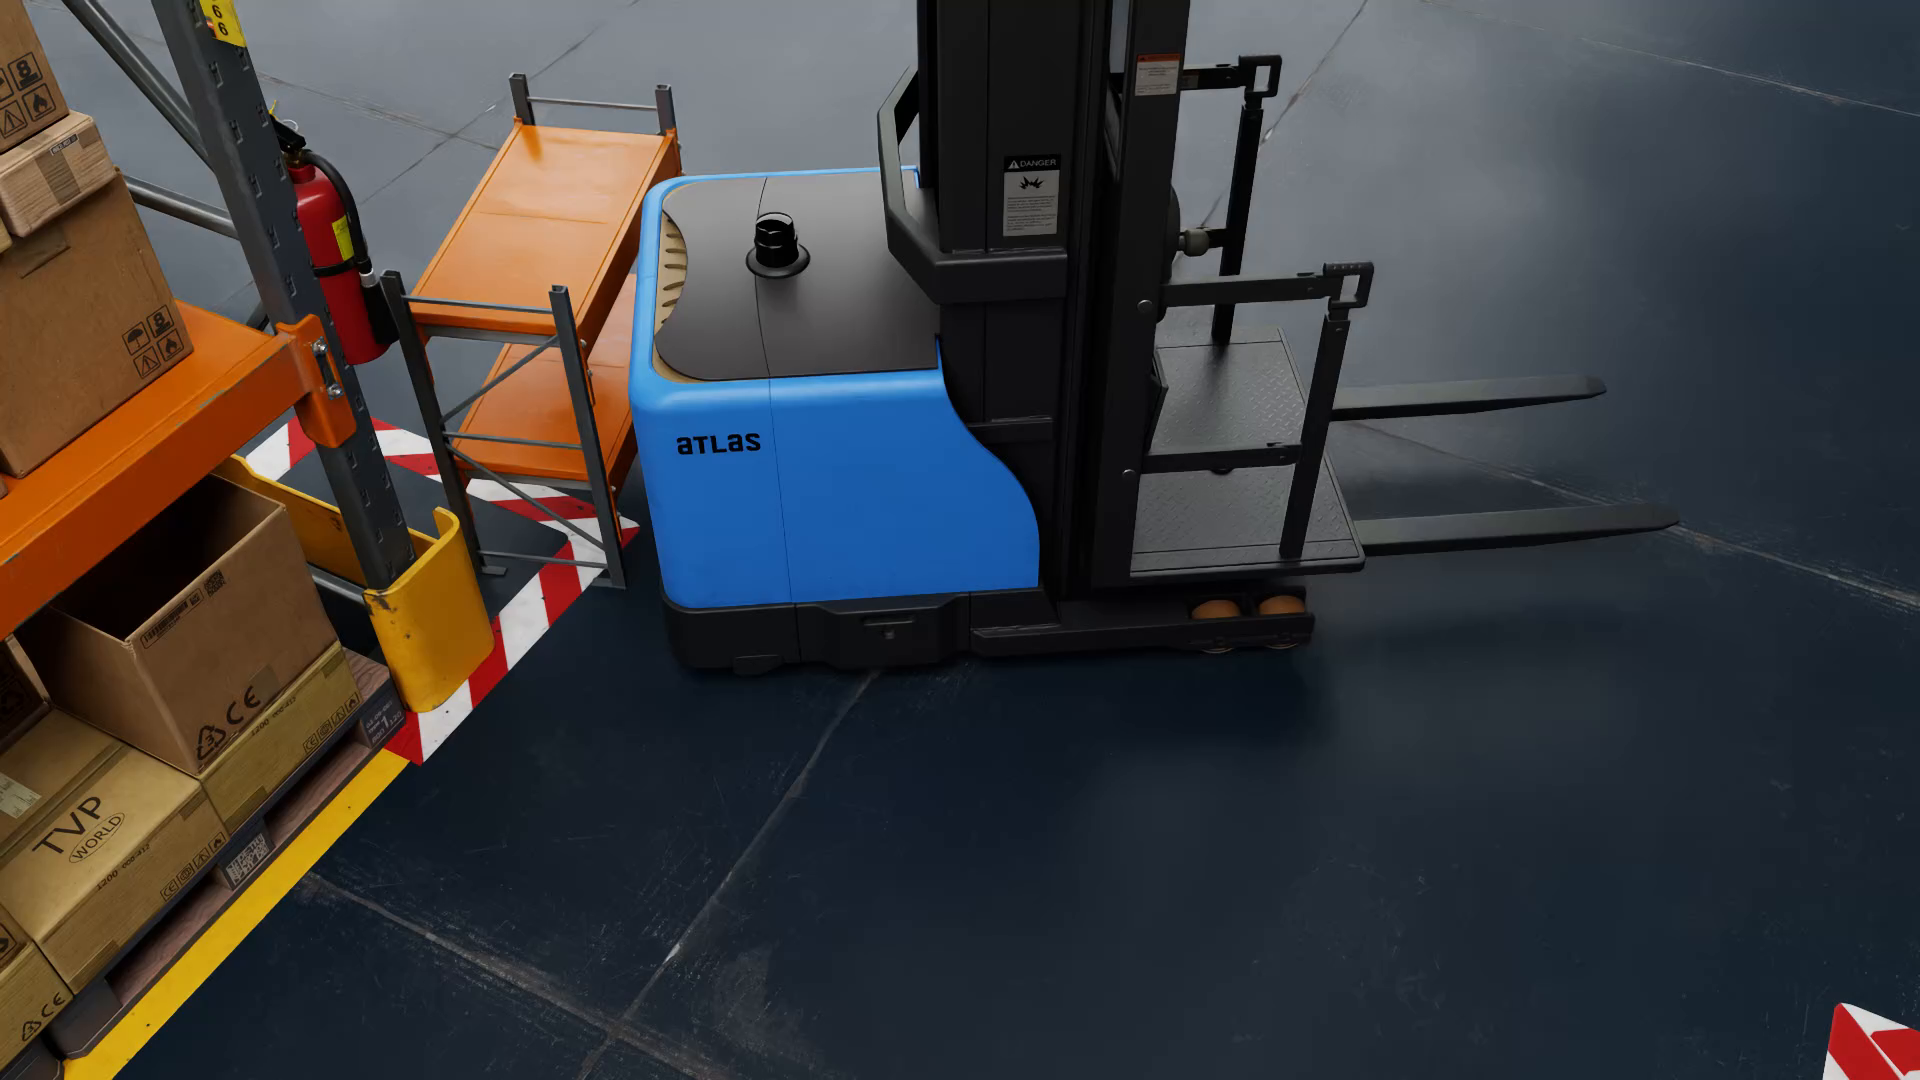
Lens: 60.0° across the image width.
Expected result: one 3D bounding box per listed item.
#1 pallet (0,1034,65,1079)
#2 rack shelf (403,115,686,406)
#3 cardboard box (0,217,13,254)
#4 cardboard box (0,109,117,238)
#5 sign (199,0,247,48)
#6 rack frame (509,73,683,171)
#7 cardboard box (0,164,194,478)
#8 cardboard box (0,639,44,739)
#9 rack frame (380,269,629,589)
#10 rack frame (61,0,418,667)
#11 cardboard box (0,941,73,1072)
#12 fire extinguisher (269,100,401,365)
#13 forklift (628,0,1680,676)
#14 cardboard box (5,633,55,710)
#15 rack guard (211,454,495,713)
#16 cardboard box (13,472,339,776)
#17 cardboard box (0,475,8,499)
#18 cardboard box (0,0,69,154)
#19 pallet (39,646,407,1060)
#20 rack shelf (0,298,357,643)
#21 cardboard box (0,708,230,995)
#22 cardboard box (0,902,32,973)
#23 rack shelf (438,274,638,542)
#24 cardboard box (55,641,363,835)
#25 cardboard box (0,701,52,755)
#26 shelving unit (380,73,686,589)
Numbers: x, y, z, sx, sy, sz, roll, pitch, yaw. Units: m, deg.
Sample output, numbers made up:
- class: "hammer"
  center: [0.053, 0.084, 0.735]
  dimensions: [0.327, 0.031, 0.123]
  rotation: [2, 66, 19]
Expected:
- class: "pallet"
  center: [-2.852, 1.413, 3.705]
  dimensions: [1.003, 0.211, 1.213]
  rotation: [20, 49, 19]
- class: "rack shelf"
  center: [-1.197, -0.844, 4.881]
  dimensions: [0.538, 0.278, 1.000]
  rotation: [6, 46, 6]
- class: "cardboard box"
  center: [-2.096, -0.623, 3.230]
  dimensions: [0.380, 0.149, 0.250]
  rotation: [22, 49, 20]
- class: "cardboard box"
  center: [-1.976, -0.788, 3.394]
  dimensions: [0.380, 0.149, 0.250]
  rotation: [20, 49, 18]
- class: "sign"
  center: [-1.493, -1.131, 3.278]
  dimensions: [0.100, 0.325, 0.005]
  rotation: [20, 49, 19]
- class: "rack frame"
  center: [-1.124, -0.996, 5.443]
  dimensions: [0.500, 1.125, 0.032]
  rotation: [6, 46, 6]
- class: "cardboard box"
  center: [-2.195, -0.574, 3.638]
  dimensions: [0.700, 0.500, 0.500]
  rotation: [20, 49, 19]
- class: "cardboard box"
  center: [-2.643, 0.307, 3.949]
  dimensions: [0.500, 0.500, 0.500]
  rotation: [20, 49, 19]
- class: "rack frame"
  center: [-1.270, -0.280, 4.736]
  dimensions: [0.500, 1.125, 0.032]
  rotation: [6, 46, 6]
- class: "rack frame"
  center: [-1.967, -0.829, 3.960]
  dimensions: [1.000, 3.000, 0.127]
  rotation: [20, 49, 19]
- class: "cardboard box"
  center: [-2.406, 1.060, 3.731]
  dimensions: [0.500, 0.250, 0.500]
  rotation: [20, 49, 19]
- class: "fire extinguisher"
  center: [-1.501, -0.723, 3.910]
  dimensions: [0.296, 0.674, 0.183]
  rotation: [20, 49, 19]
- class: "forklift"
  center: [0.626, -1.070, 4.247]
  dimensions: [3.031, 2.935, 1.130]
  rotation: [-4, 45, -4]
- class: "cardboard box"
  center: [-2.413, 0.255, 4.527]
  dimensions: [0.500, 0.250, 0.500]
  rotation: [20, 49, 19]
- class: "rack guard"
  center: [-1.956, 0.035, 4.864]
  dimensions: [1.175, 0.500, 0.348]
  rotation: [20, 49, 19]
- class: "cardboard box"
  center: [-1.952, 0.163, 4.091]
  dimensions: [0.500, 0.500, 0.500]
  rotation: [20, 49, 19]
- class: "cardboard box"
  center: [-2.435, -0.241, 3.309]
  dimensions: [0.700, 0.500, 0.500]
  rotation: [22, 49, 20]
- class: "cardboard box"
  center: [-2.220, -0.997, 3.144]
  dimensions: [0.700, 0.500, 0.500]
  rotation: [21, 49, 19]
- class: "pallet"
  center: [-2.285, 0.647, 4.462]
  dimensions: [1.003, 0.211, 1.213]
  rotation: [20, 49, 19]
- class: "rack shelf"
  center: [-2.895, 0.684, 2.971]
  dimensions: [1.077, 0.370, 4.000]
  rotation: [20, 49, 19]
- class: "cardboard box"
  center: [-2.176, 0.745, 4.043]
  dimensions: [0.500, 0.250, 0.500]
  rotation: [20, 49, 19]
- class: "cardboard box"
  center: [-2.404, 0.798, 3.463]
  dimensions: [0.500, 0.500, 0.500]
  rotation: [20, 49, 19]
- class: "rack shelf"
  center: [-1.197, -0.466, 5.264]
  dimensions: [0.538, 0.278, 1.000]
  rotation: [6, 46, 6]
- class: "cardboard box"
  center: [-1.954, 0.426, 4.358]
  dimensions: [0.500, 0.250, 0.500]
  rotation: [20, 49, 19]
- class: "cardboard box"
  center: [-2.642, 0.571, 4.215]
  dimensions: [0.500, 0.250, 0.500]
  rotation: [20, 49, 19]
- class: "shelving unit"
  center: [-1.197, -0.638, 5.090]
  dimensions: [0.538, 1.125, 1.048]
  rotation: [6, 46, 6]
